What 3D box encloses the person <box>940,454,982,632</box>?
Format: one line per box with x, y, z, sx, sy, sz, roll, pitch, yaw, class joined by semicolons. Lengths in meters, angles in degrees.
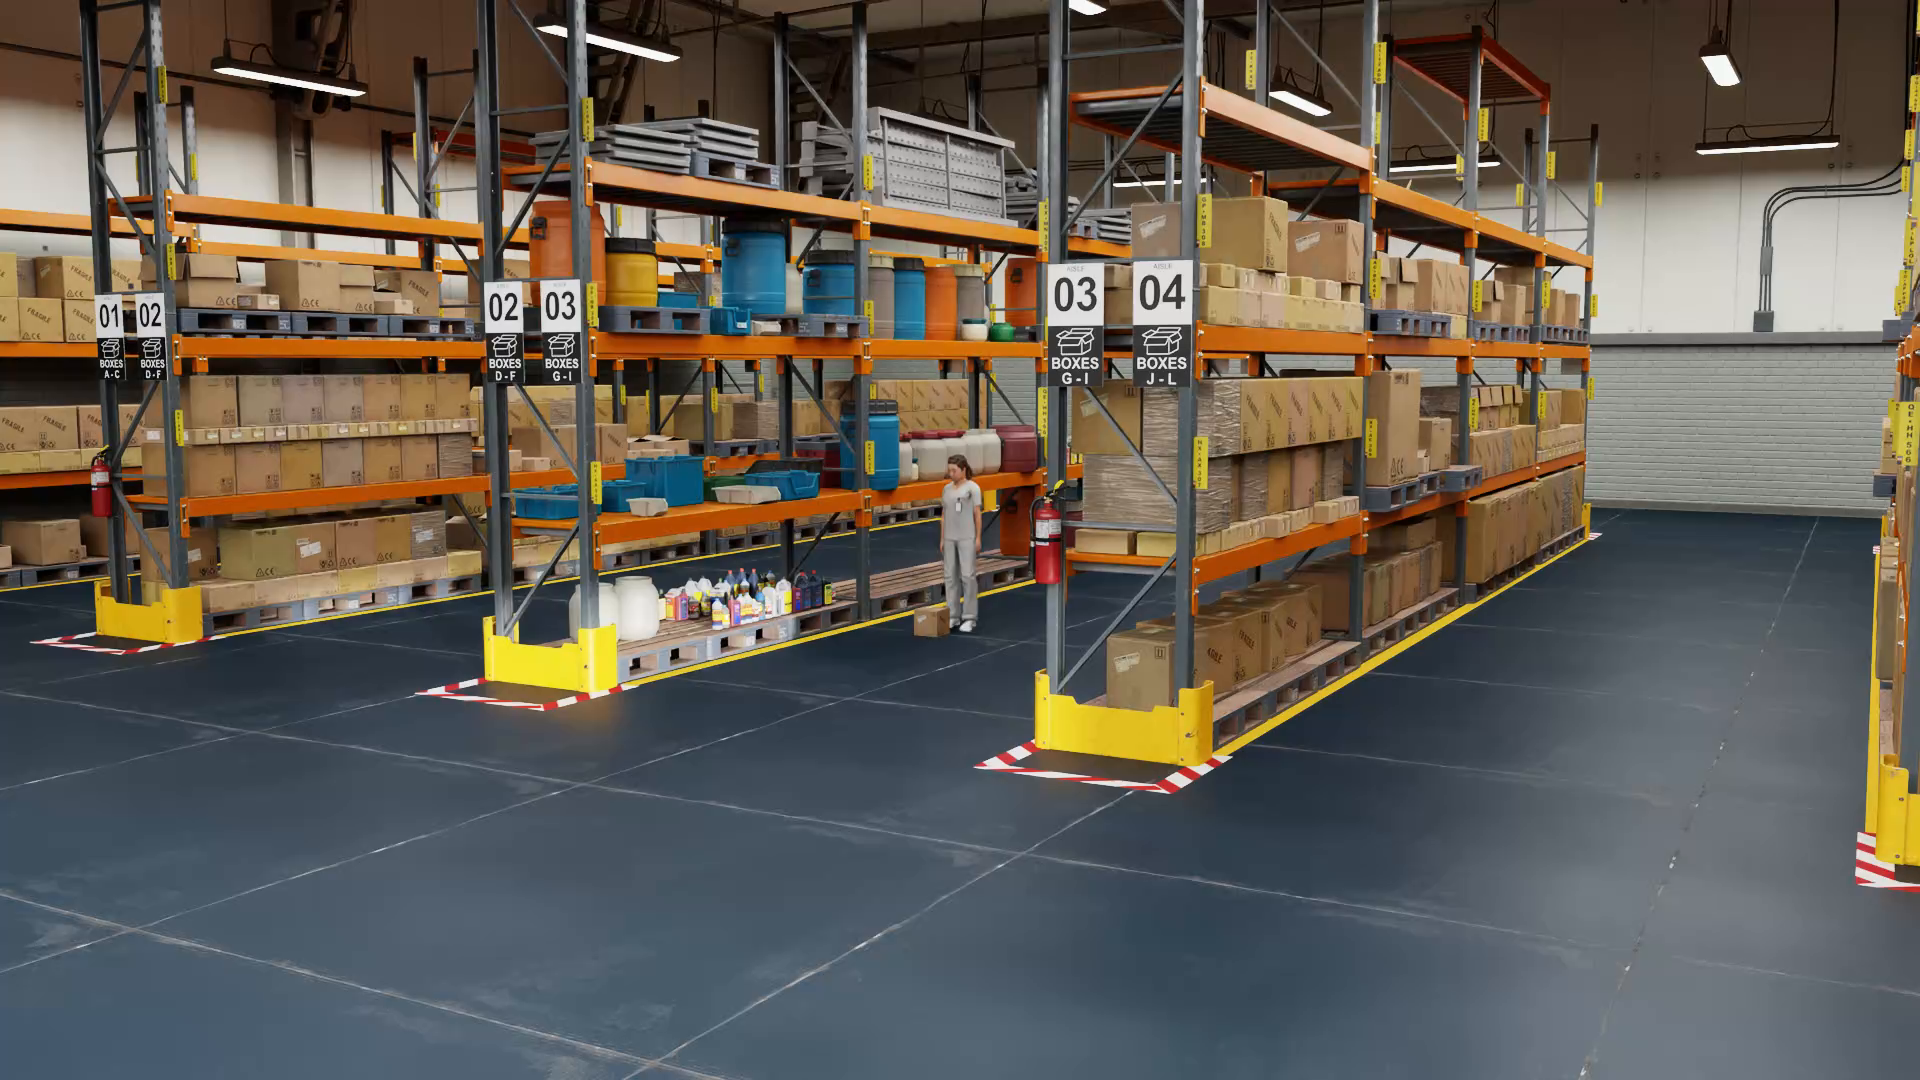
-0.018;0.012;16.071;0.472;1.687;0.458;4;7;34;person
